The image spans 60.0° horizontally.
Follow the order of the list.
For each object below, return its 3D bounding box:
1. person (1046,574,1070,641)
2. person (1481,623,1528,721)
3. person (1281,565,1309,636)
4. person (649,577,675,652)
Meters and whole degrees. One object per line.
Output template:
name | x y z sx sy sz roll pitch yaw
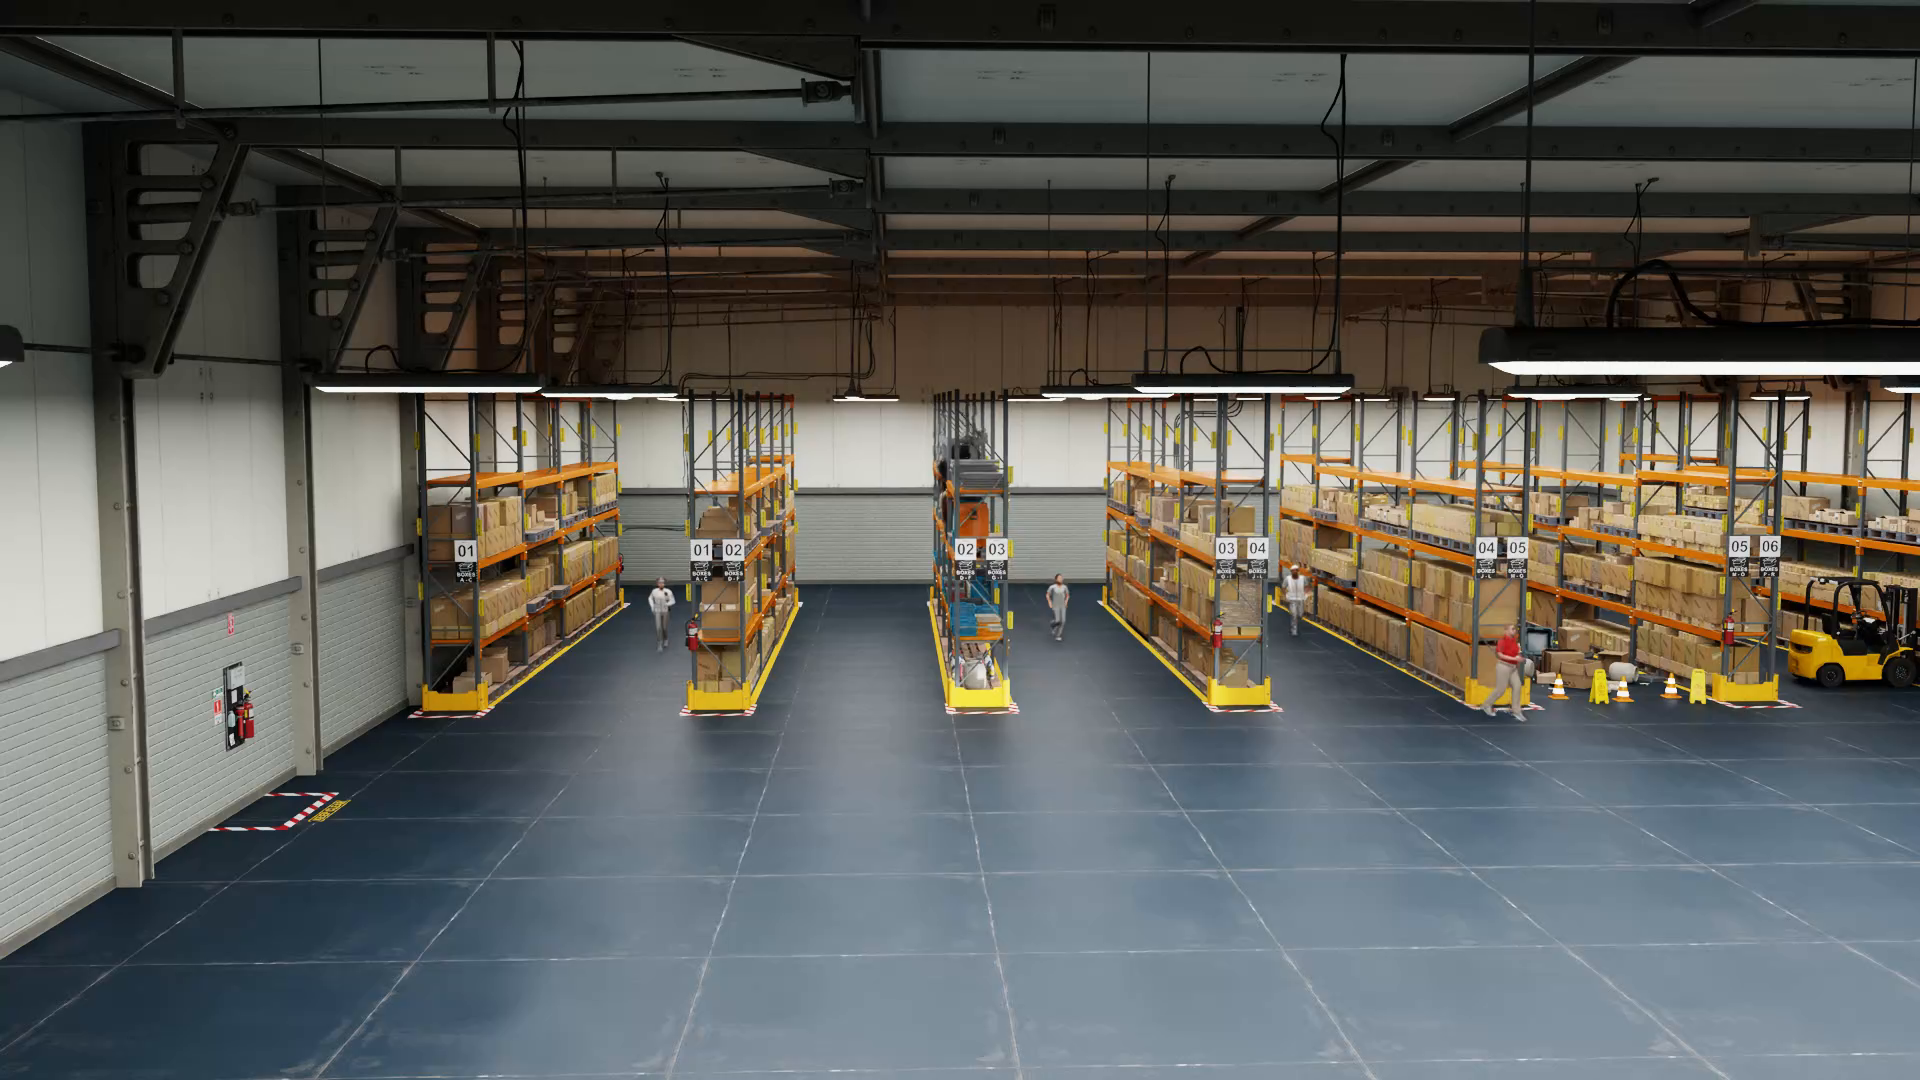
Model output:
person | 2.395 1.629 40.379 0.567 1.623 0.568 -1 5 -13
person | 9.944 2.402 30.254 0.682 1.789 0.800 -4 6 -44
person | 8.330 1.483 41.333 0.686 1.753 0.675 0 5 2
person | -6.959 1.710 38.819 0.615 1.716 0.778 0 5 -6
